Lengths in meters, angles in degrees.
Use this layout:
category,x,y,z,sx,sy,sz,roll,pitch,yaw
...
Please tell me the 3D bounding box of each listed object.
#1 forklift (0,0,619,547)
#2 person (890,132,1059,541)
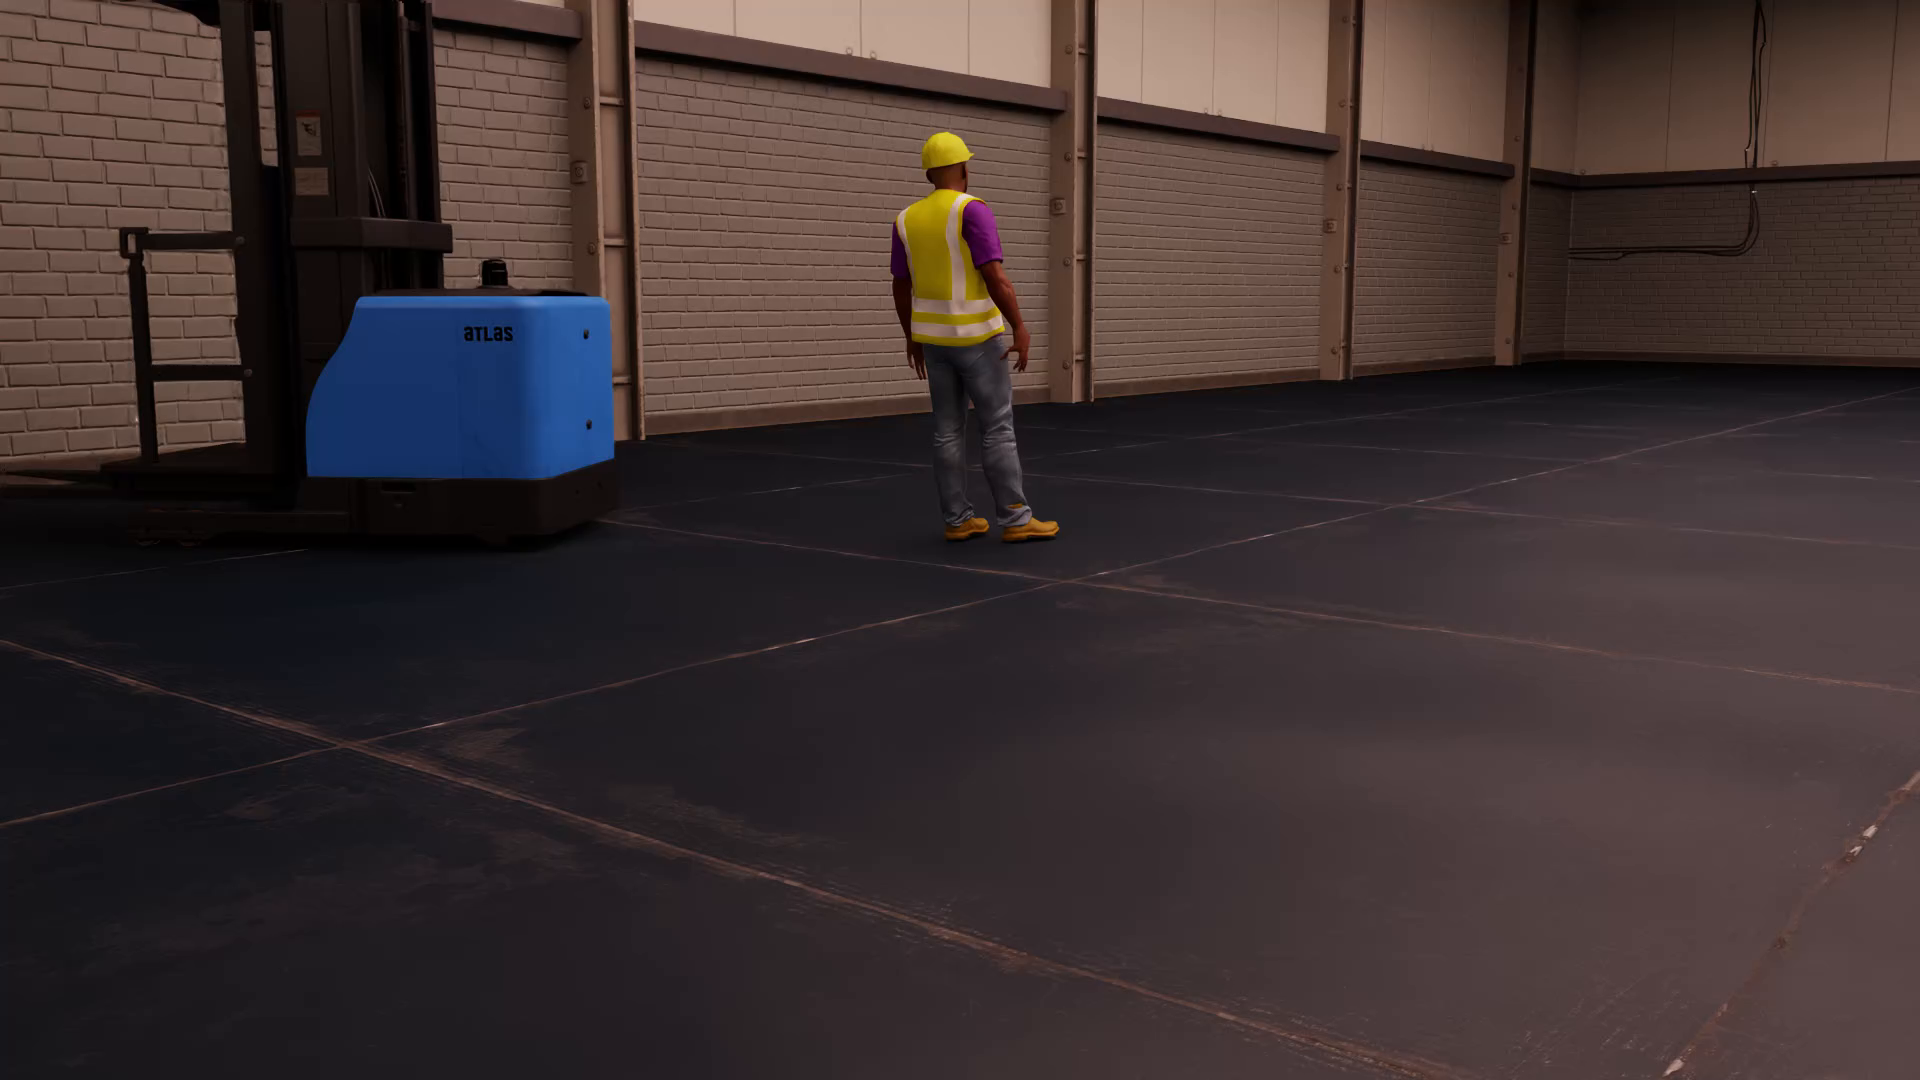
category,x,y,z,sx,sy,sz,roll,pitch,yaw
forklift,-3.182,-1.493,7.486,3.031,2.935,1.130,1,8,6
person,0.049,-0.888,7.326,0.665,1.766,0.576,7,11,38
